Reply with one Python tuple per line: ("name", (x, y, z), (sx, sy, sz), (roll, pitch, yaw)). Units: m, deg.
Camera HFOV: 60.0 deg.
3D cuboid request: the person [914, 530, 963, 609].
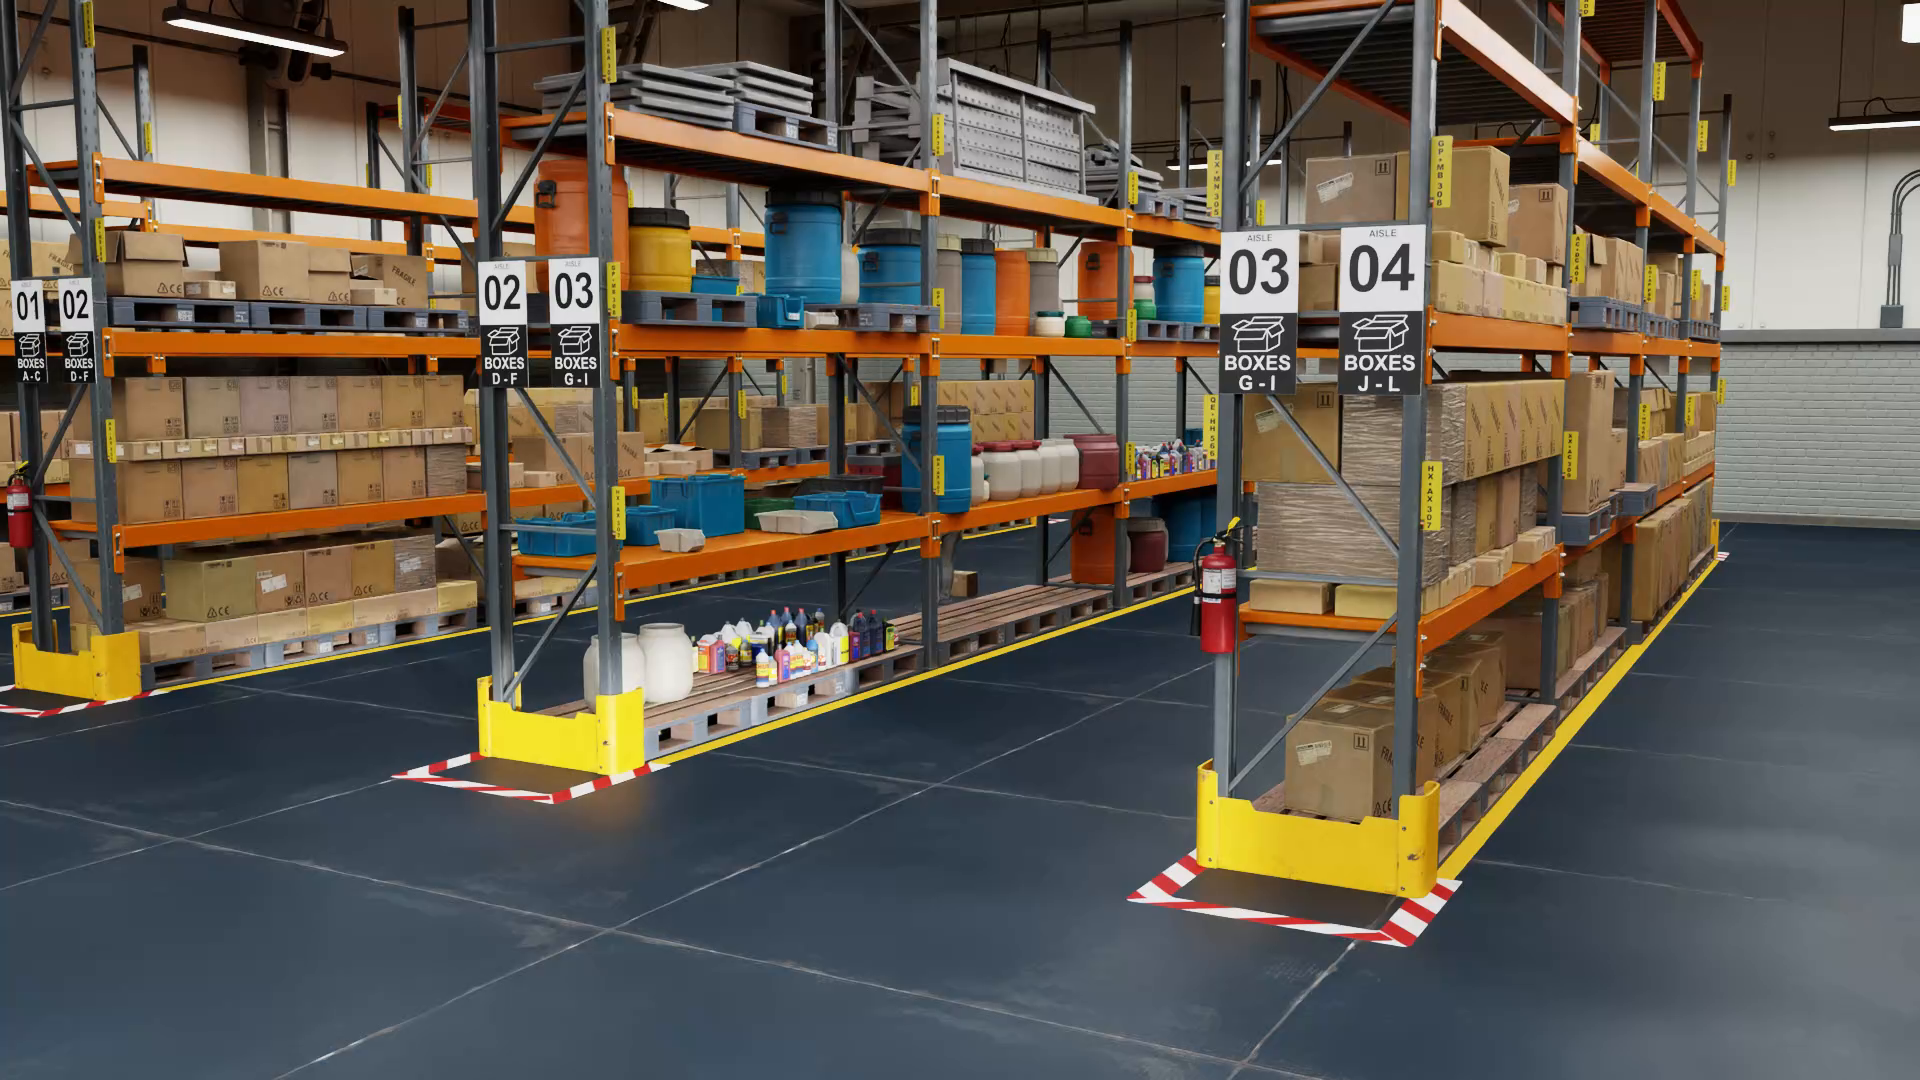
("person", (-0.209, -0.092, 17.405), (0.531, 1.744, 0.383), (-3, 7, -24))
